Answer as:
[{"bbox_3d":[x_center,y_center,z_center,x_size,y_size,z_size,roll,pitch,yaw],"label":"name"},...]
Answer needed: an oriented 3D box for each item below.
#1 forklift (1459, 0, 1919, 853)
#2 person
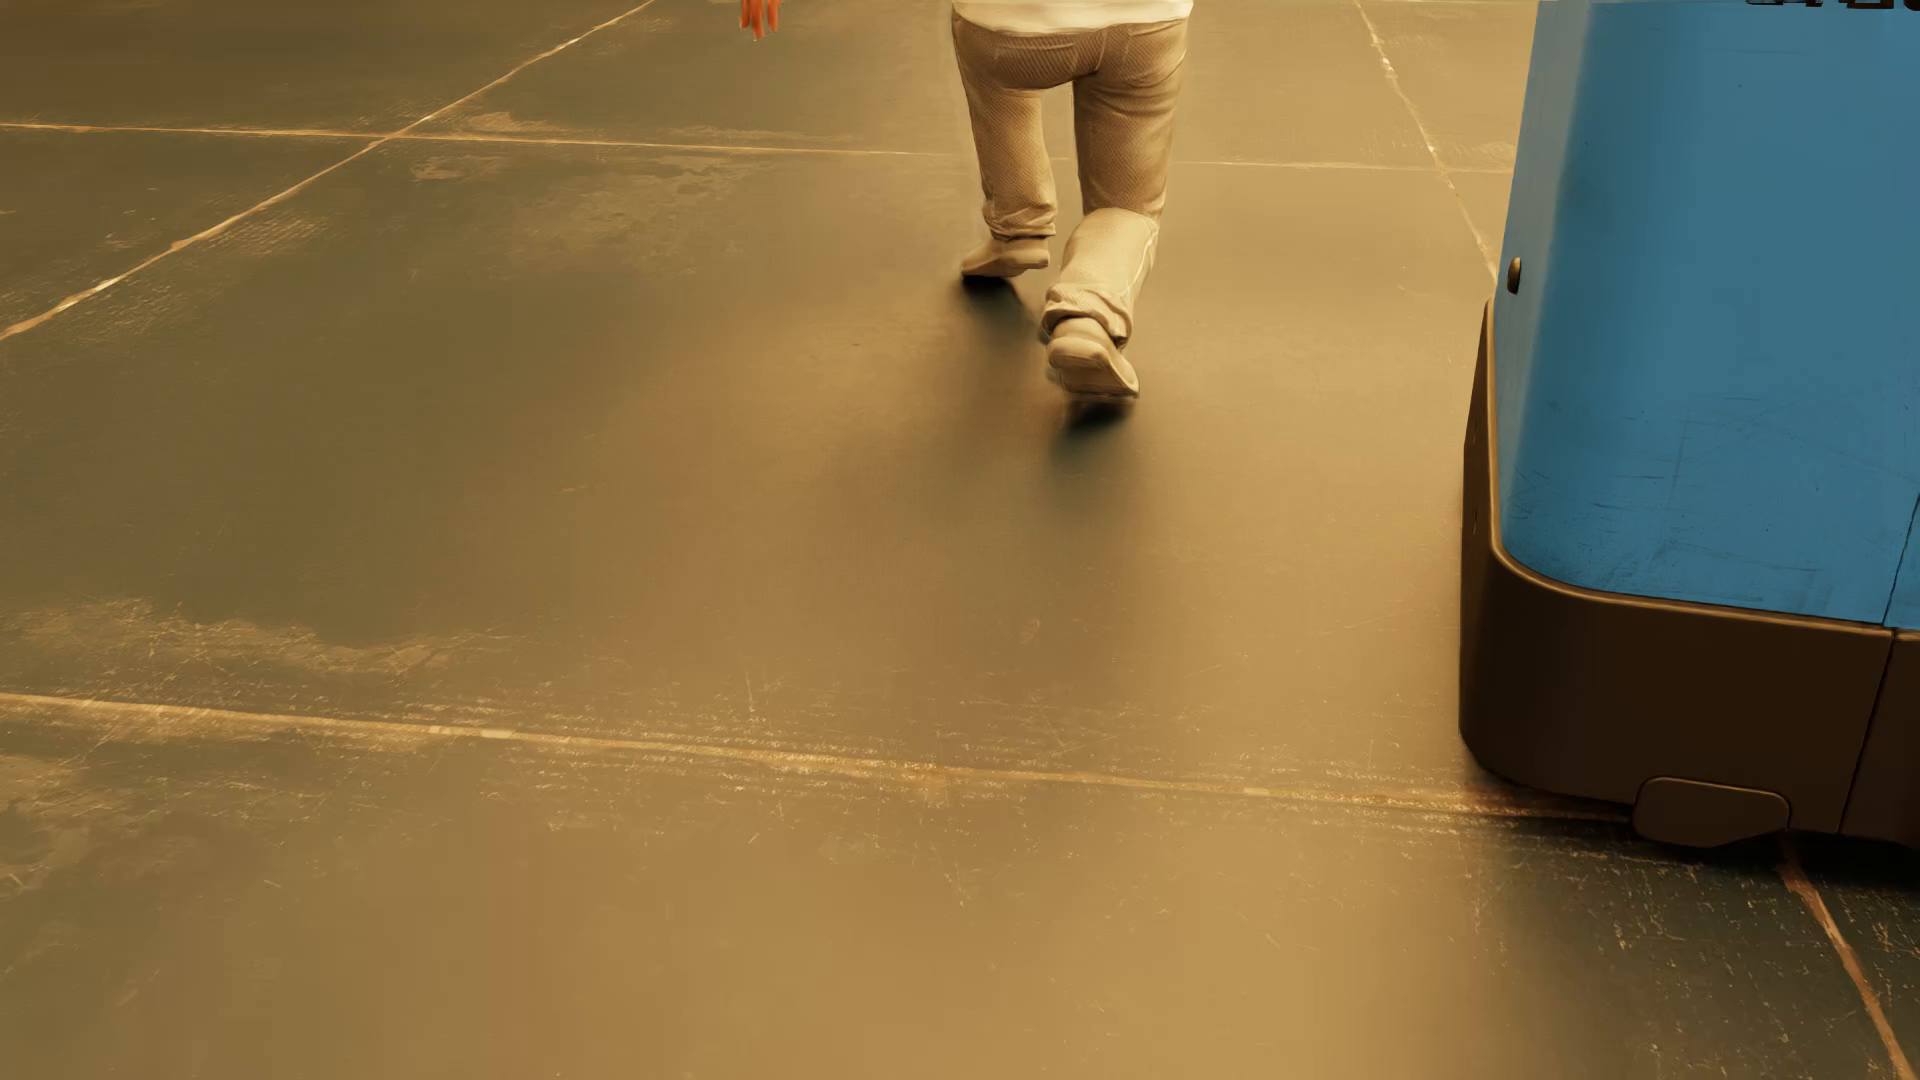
[{"bbox_3d":[2.145,-1.030,1.282,3.031,2.935,1.130,7,27,14],"label":"forklift"},{"bbox_3d":[-0.010,-1.017,2.891,0.888,1.474,0.976,-8,28,-15],"label":"person"}]
